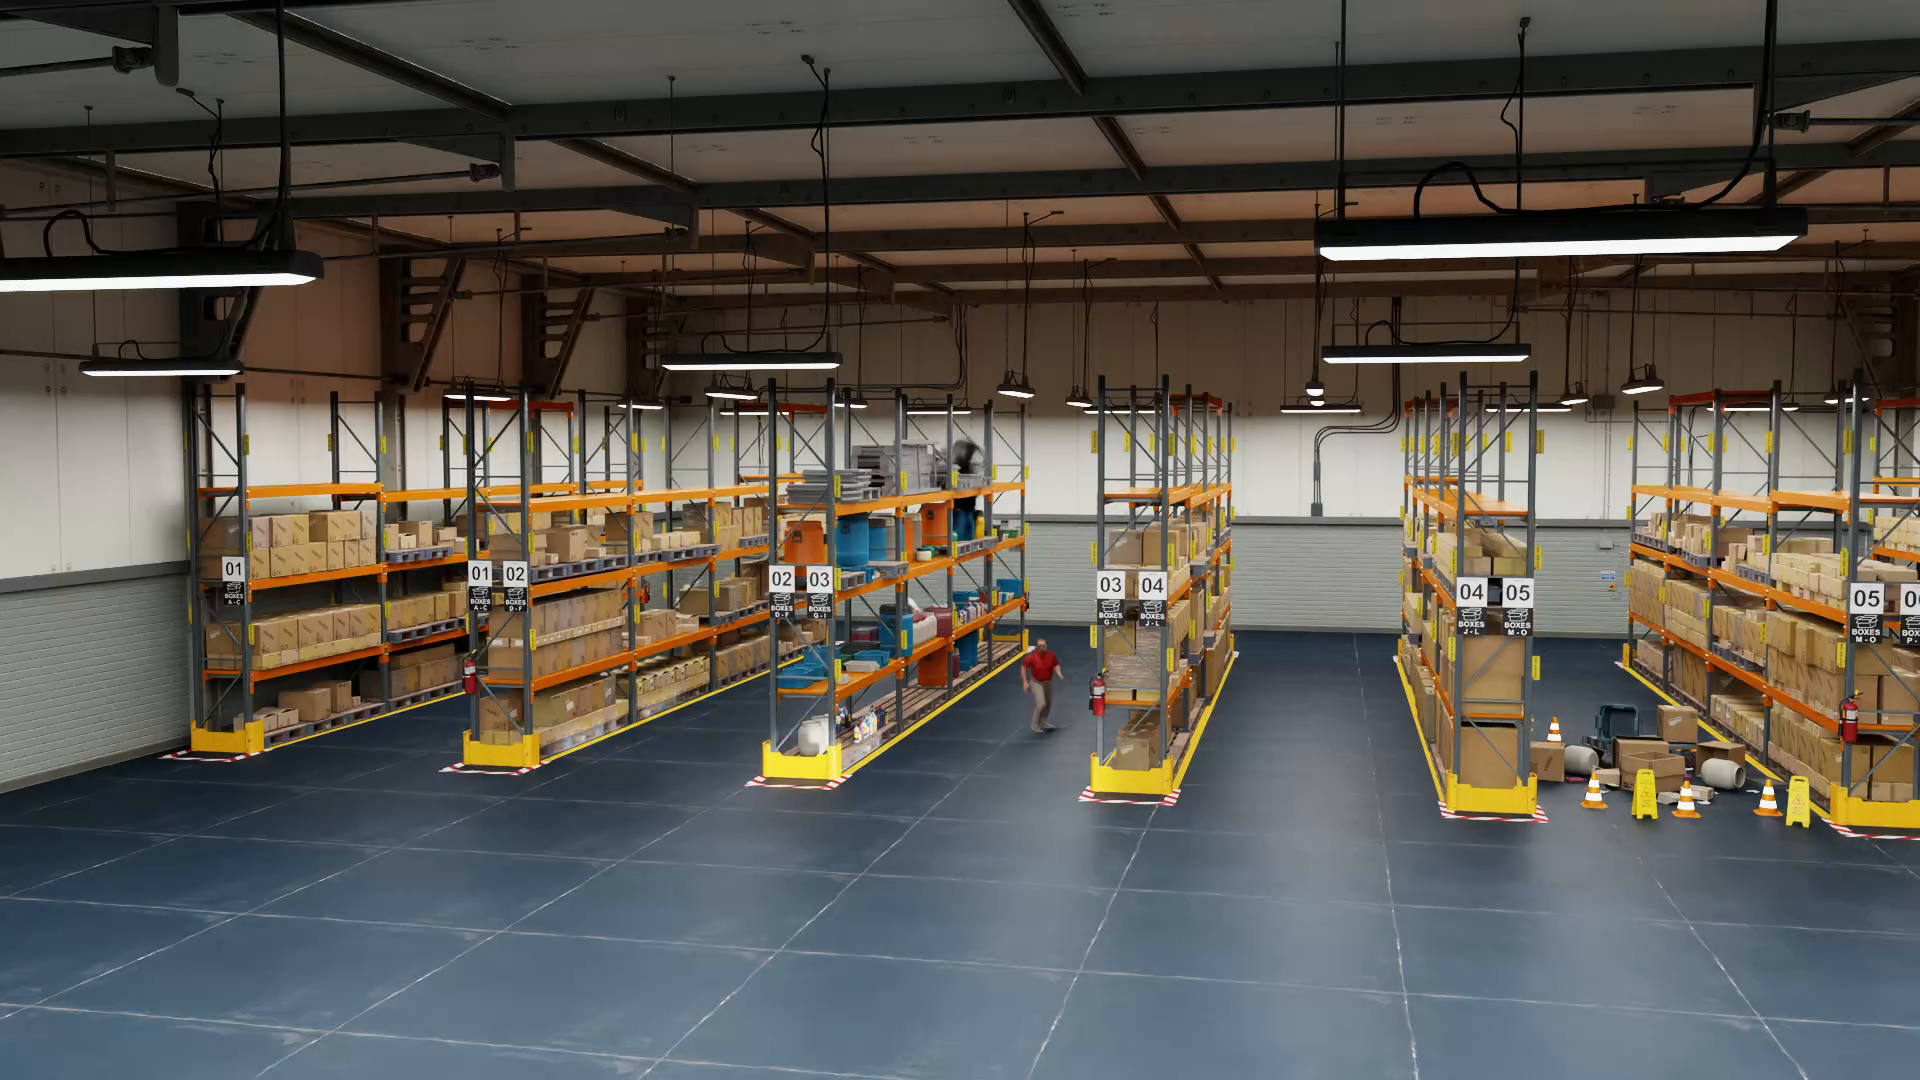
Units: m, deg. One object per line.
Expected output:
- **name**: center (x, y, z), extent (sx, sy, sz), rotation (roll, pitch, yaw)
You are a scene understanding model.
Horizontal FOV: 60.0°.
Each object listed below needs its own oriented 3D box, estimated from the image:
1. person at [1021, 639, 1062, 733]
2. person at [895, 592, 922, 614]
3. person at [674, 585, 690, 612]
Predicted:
- **person**: center (1.464, 2.555, 29.008), extent (0.680, 1.702, 0.829), rotation (-2, 4, -33)
- **person**: center (-1.014, 1.876, 37.636), extent (1.178, 1.538, 0.654), rotation (-3, 4, -42)
- **person**: center (-6.503, 1.890, 40.007), extent (0.724, 1.654, 0.828), rotation (0, 3, 1)
